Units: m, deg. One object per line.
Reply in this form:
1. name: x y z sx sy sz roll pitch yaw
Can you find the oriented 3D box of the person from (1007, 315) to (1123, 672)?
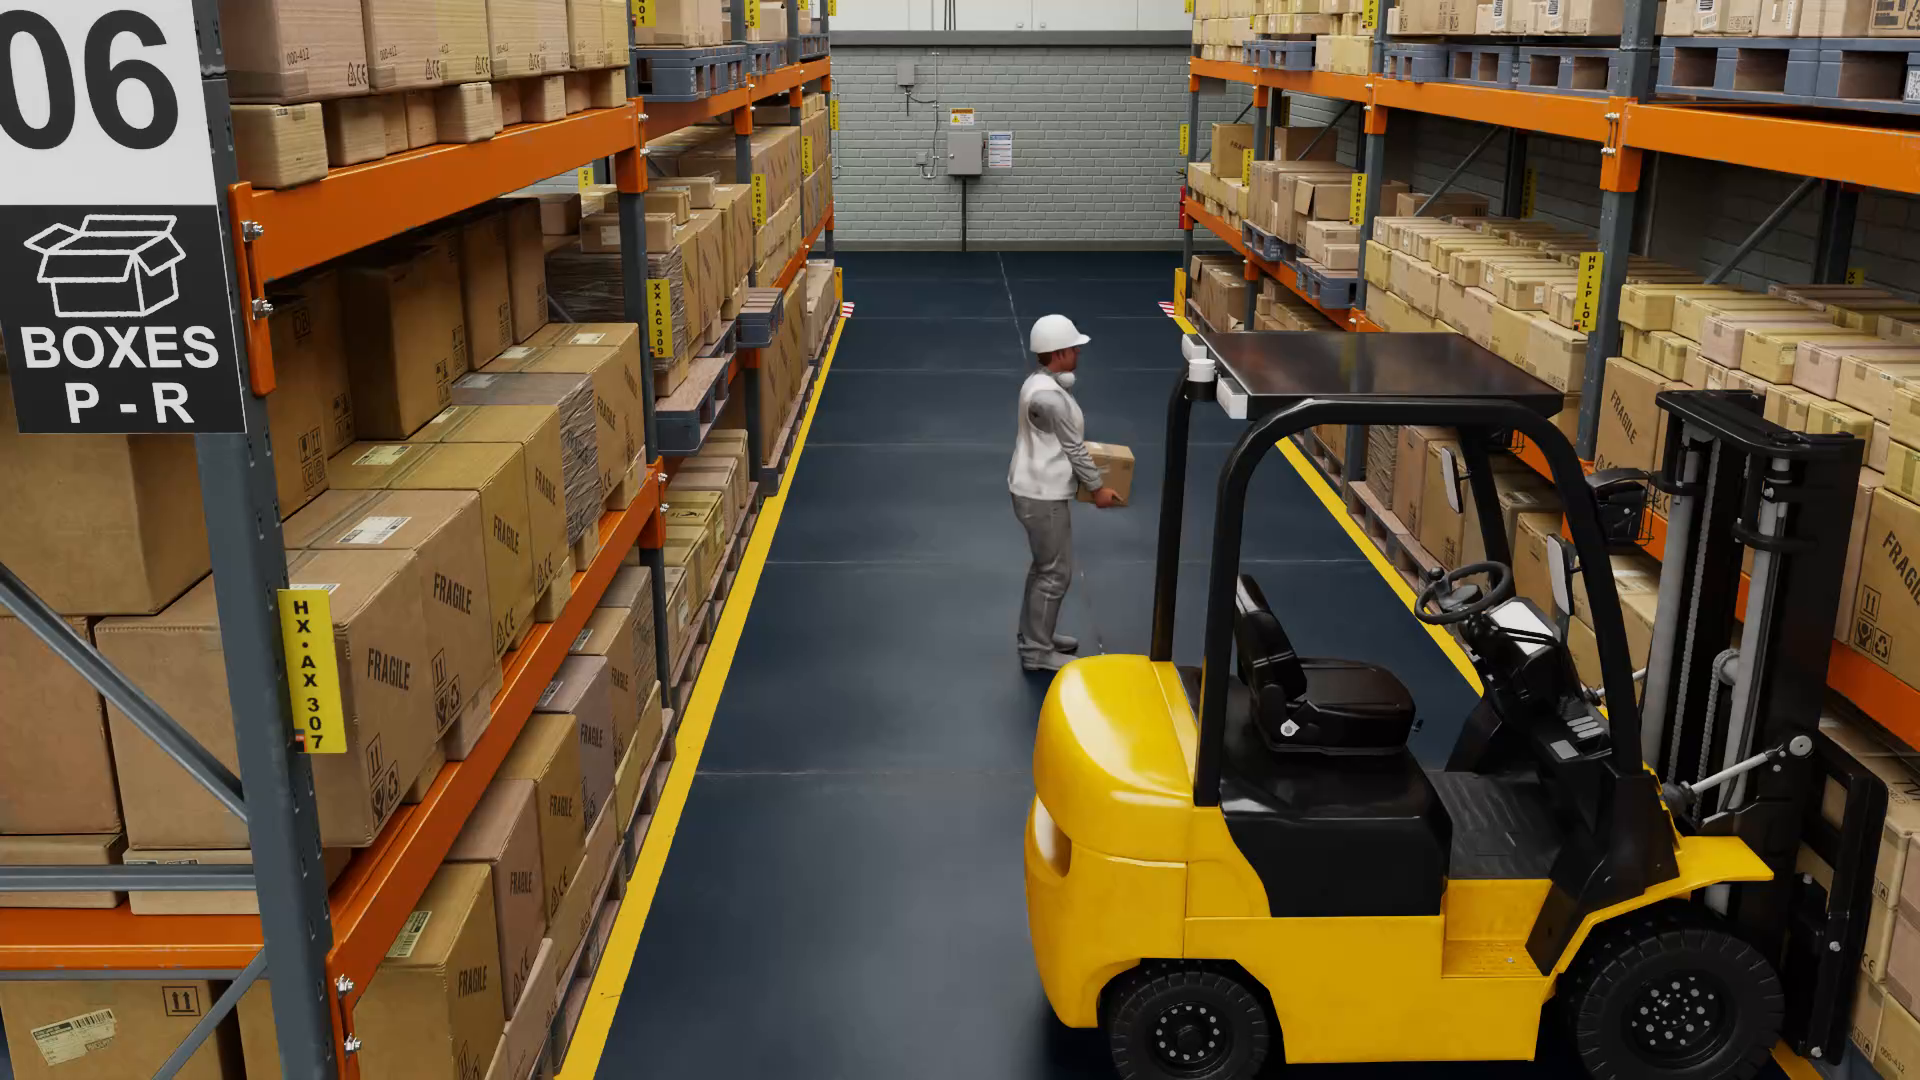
1. person: 0.517 -0.241 8.298 0.558 1.772 0.494 -1 17 -2
